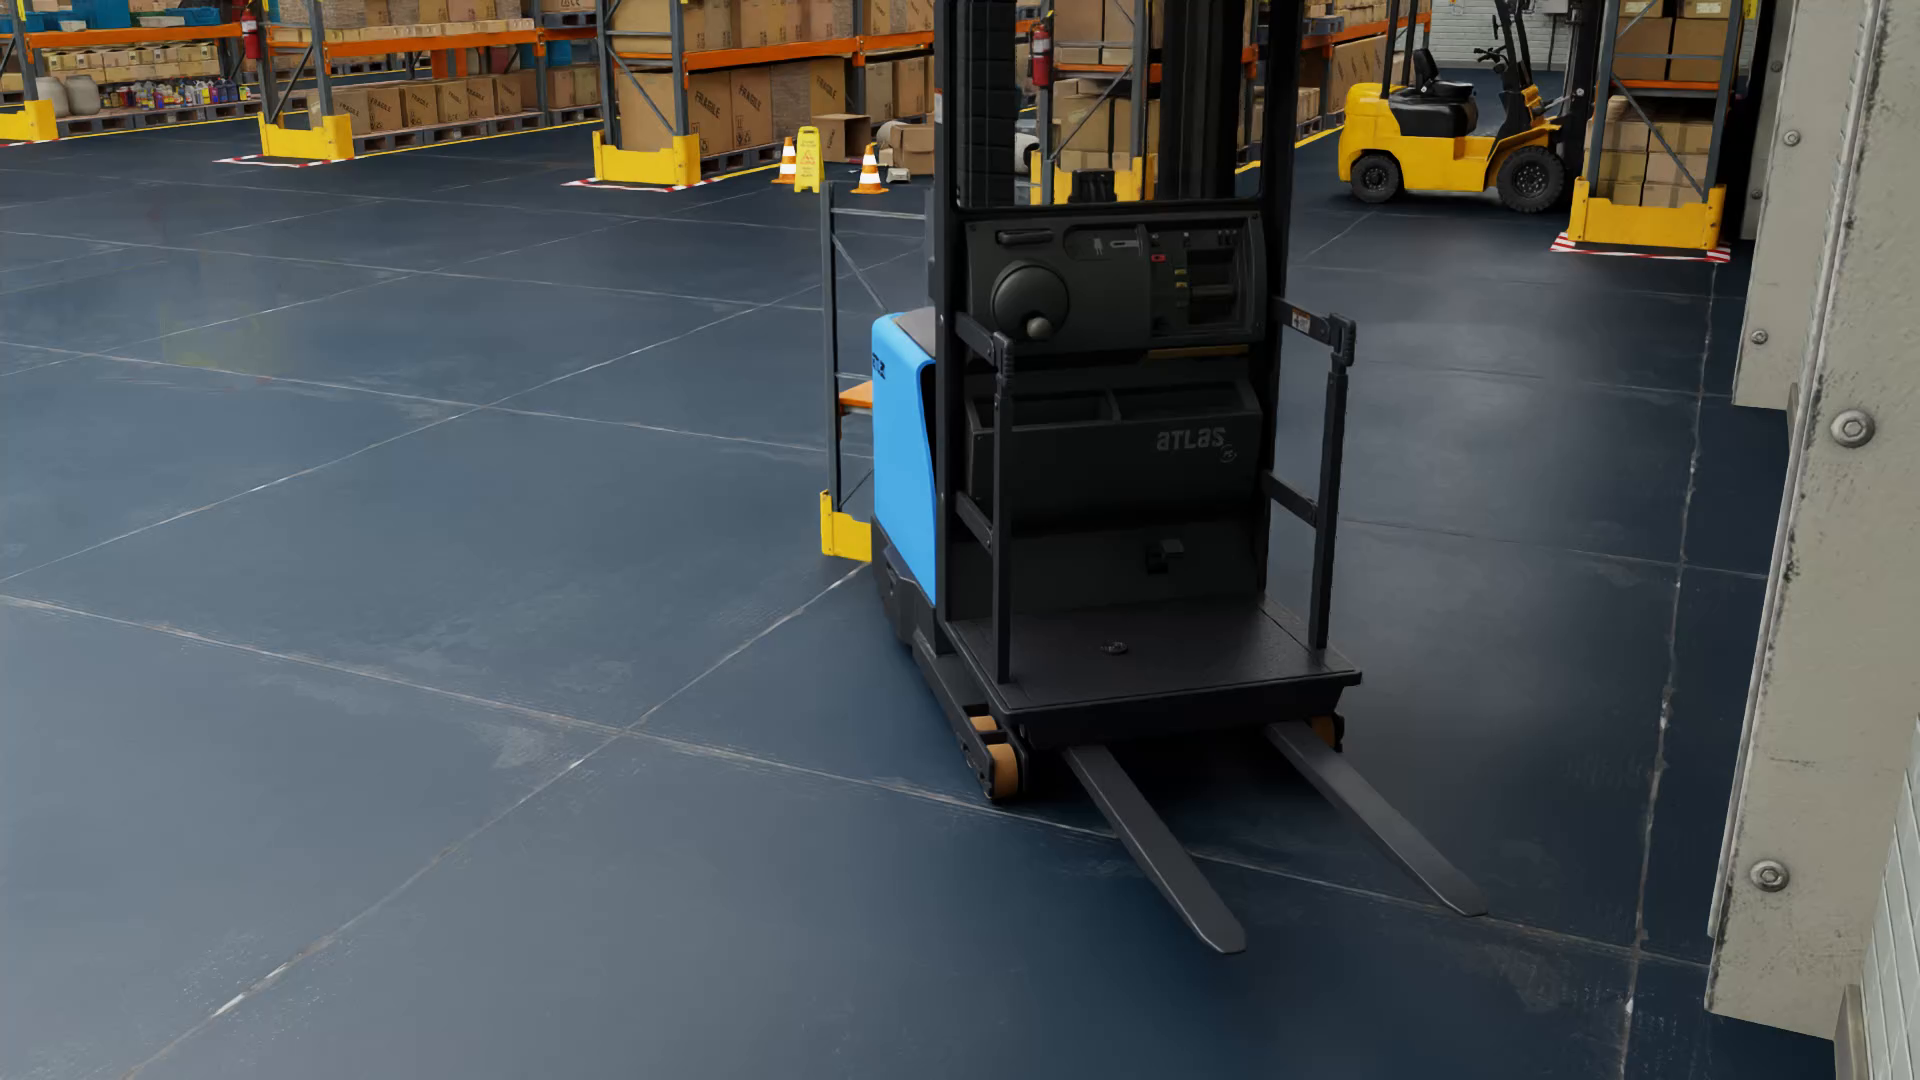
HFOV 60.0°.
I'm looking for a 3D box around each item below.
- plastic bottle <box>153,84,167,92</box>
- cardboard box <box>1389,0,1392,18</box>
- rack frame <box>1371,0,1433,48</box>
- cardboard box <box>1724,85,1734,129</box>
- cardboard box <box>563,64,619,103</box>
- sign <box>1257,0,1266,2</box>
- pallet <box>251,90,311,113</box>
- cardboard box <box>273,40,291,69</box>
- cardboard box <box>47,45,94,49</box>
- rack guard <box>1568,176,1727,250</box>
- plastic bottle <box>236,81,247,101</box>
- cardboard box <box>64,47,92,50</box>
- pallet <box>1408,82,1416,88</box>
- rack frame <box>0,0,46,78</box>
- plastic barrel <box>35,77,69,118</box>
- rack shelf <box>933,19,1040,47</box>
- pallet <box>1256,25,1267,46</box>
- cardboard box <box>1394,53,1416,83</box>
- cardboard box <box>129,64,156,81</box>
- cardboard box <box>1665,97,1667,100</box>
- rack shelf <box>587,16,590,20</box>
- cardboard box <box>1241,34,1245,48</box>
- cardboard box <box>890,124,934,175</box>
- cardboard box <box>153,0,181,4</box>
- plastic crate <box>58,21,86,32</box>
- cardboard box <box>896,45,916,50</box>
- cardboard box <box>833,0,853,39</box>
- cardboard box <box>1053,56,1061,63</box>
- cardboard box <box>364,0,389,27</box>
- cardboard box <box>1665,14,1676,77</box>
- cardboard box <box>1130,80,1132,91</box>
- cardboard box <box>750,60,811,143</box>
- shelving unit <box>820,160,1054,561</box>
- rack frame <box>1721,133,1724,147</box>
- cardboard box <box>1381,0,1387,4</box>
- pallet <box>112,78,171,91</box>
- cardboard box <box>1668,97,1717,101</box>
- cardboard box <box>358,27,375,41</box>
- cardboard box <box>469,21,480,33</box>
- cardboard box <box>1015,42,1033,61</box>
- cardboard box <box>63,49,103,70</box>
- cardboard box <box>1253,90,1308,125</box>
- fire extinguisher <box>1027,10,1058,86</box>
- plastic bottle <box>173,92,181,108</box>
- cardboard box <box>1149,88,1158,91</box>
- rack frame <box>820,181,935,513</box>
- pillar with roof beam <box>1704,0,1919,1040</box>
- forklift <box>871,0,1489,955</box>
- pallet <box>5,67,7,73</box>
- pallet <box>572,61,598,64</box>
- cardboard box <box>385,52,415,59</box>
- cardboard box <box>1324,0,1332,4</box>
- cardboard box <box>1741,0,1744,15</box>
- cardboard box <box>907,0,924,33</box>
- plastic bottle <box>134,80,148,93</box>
[{"bbox_3d":[-11.502,-6.409,23.923,0.152,0.276,0.135,9,21,23],"label":"plastic bottle"},{"bbox_3d":[6.580,-8.436,26.065,0.500,0.500,0.500,9,22,24],"label":"cardboard box"},{"bbox_3d":[7.787,-9.505,29.218,1.000,3.000,0.127,9,21,23],"label":"rack frame"},{"bbox_3d":[9.469,-5.490,21.032,0.500,0.500,0.500,9,22,25],"label":"cardboard box"},{"bbox_3d":[-5.456,-6.725,24.475,0.700,0.500,0.500,7,21,18],"label":"cardboard box"},{"bbox_3d":[3.371,-6.172,18.555,0.100,0.325,0.005,9,21,23],"label":"sign"},{"bbox_3d":[-10.400,-6.807,25.795,1.003,0.211,1.213,9,21,23],"label":"pallet"},{"bbox_3d":[-12.910,-9.069,31.068,0.500,0.500,0.500,8,21,21],"label":"cardboard box"},{"bbox_3d":[-17.666,-9.850,32.769,0.750,0.750,0.750,8,21,22],"label":"cardboard box"},{"bbox_3d":[5.755,-2.748,13.951,1.175,0.500,0.348,9,21,23],"label":"rack guard"},{"bbox_3d":[-10.583,-6.611,24.478,0.061,0.283,0.133,10,22,25],"label":"plastic bottle"},{"bbox_3d":[-14.886,-8.198,28.184,0.500,0.311,0.500,8,21,23],"label":"cardboard box"},{"bbox_3d":[7.030,-7.564,27.923,1.003,0.211,1.213,9,21,23],"label":"pallet"},{"bbox_3d":[-15.204,-8.556,26.552,1.000,3.000,0.127,9,21,23],"label":"rack frame"},{"bbox_3d":[-12.125,-5.890,22.141,0.421,0.512,0.421,0,20,0],"label":"plastic barrel"},{"bbox_3d":[0.773,-7.980,26.004,1.077,0.370,4.000,9,21,23],"label":"rack shelf"},{"bbox_3d":[3.319,-5.960,19.536,1.003,0.211,1.213,9,21,23],"label":"pallet"},{"bbox_3d":[7.241,-7.999,28.181,0.875,0.438,0.875,9,22,24],"label":"cardboard box"},{"bbox_3d":[-14.183,-8.018,28.515,0.500,0.250,0.500,9,21,24],"label":"cardboard box"},{"bbox_3d":[6.919,-4.425,16.919,0.500,0.250,0.500,8,21,22],"label":"cardboard box"},{"bbox_3d":[-8.230,-9.371,29.915,1.077,0.370,4.000,9,21,23],"label":"rack shelf"},{"bbox_3d":[2.924,-5.501,18.334,0.380,0.149,0.250,9,22,24],"label":"cardboard box"},{"bbox_3d":[-0.355,-4.322,18.370,0.797,0.503,0.637,-5,20,-15],"label":"cardboard box"},{"bbox_3d":[-14.109,-9.490,29.311,0.500,0.311,0.500,8,21,22],"label":"cardboard box"},{"bbox_3d":[-11.664,-6.758,21.888,0.298,0.136,0.250,9,21,23],"label":"plastic crate"},{"bbox_3d":[-1.443,-9.854,32.746,0.875,0.875,0.875,9,21,23],"label":"cardboard box"},{"bbox_3d":[-1.824,-6.441,20.379,0.875,0.550,0.550,9,21,23],"label":"cardboard box"},{"bbox_3d":[1.308,-7.533,26.777,0.500,0.500,0.500,8,21,21],"label":"cardboard box"},{"bbox_3d":[-7.460,-6.494,20.160,0.875,0.500,0.500,9,21,23],"label":"cardboard box"},{"bbox_3d":[5.948,-4.324,14.503,0.500,0.500,0.500,9,22,24],"label":"cardboard box"},{"bbox_3d":[1.630,-4.734,17.192,0.380,0.149,0.250,10,22,25],"label":"cardboard box"},{"bbox_3d":[-2.371,-5.223,19.722,0.875,0.875,0.875,9,21,23],"label":"cardboard box"},{"bbox_3d":[-0.064,-0.772,6.901,0.587,1.500,1.083,10,22,26],"label":"shelving unit"},{"bbox_3d":[9.041,-6.379,20.429,1.000,3.000,0.127,9,21,23],"label":"rack frame"},{"bbox_3d":[6.190,-8.279,25.248,0.500,0.250,0.500,9,21,23],"label":"cardboard box"},{"bbox_3d":[-14.440,-7.847,28.720,1.003,0.211,1.213,9,21,23],"label":"pallet"},{"bbox_3d":[7.184,-4.196,16.275,0.500,0.250,0.500,8,21,22],"label":"cardboard box"},{"bbox_3d":[-7.236,-6.057,19.900,0.380,0.149,0.250,9,21,23],"label":"cardboard box"},{"bbox_3d":[-6.479,-6.678,21.645,0.380,0.149,0.250,9,21,23],"label":"cardboard box"},{"bbox_3d":[0.879,-7.563,25.743,0.500,0.250,0.500,9,21,23],"label":"cardboard box"},{"bbox_3d":[-14.598,-7.967,27.535,0.500,0.311,0.500,8,21,22],"label":"cardboard box"},{"bbox_3d":[3.976,-5.621,21.592,0.950,0.372,0.625,8,21,22],"label":"cardboard box"},{"bbox_3d":[0.768,-4.605,15.557,0.296,0.674,0.183,9,21,23],"label":"fire extinguisher"},{"bbox_3d":[-11.076,-6.219,23.498,0.097,0.201,0.097,0,20,0],"label":"plastic bottle"},{"bbox_3d":[1.749,-4.463,17.400,0.500,0.500,0.500,8,21,21],"label":"cardboard box"},{"bbox_3d":[-0.305,-0.618,6.469,0.500,1.500,0.032,10,22,26],"label":"rack frame"},{"bbox_3d":[-1.969,-3.772,4.144,9.100,9.000,0.400,9,21,23],"label":"pillar with roof beam"},{"bbox_3d":[0.527,-0.767,4.752,1.130,2.935,3.031,-5,20,-14],"label":"forklift"},{"bbox_3d":[-18.408,-8.905,31.694,1.003,0.211,1.213,9,21,23],"label":"pallet"},{"bbox_3d":[-7.145,-9.237,32.628,1.003,0.211,1.213,9,21,23],"label":"pallet"},{"bbox_3d":[-11.559,-10.041,34.082,0.500,0.311,0.500,9,21,23],"label":"cardboard box"},{"bbox_3d":[4.579,-7.267,21.706,0.500,0.500,0.500,8,21,21],"label":"cardboard box"},{"bbox_3d":[6.625,-4.655,14.464,0.380,0.149,0.250,9,21,23],"label":"cardboard box"},{"bbox_3d":[-0.810,-6.962,21.920,0.500,0.500,0.500,8,21,22],"label":"cardboard box"},{"bbox_3d":[-11.723,-6.400,23.786,0.144,0.351,0.185,10,22,25],"label":"plastic bottle"}]
